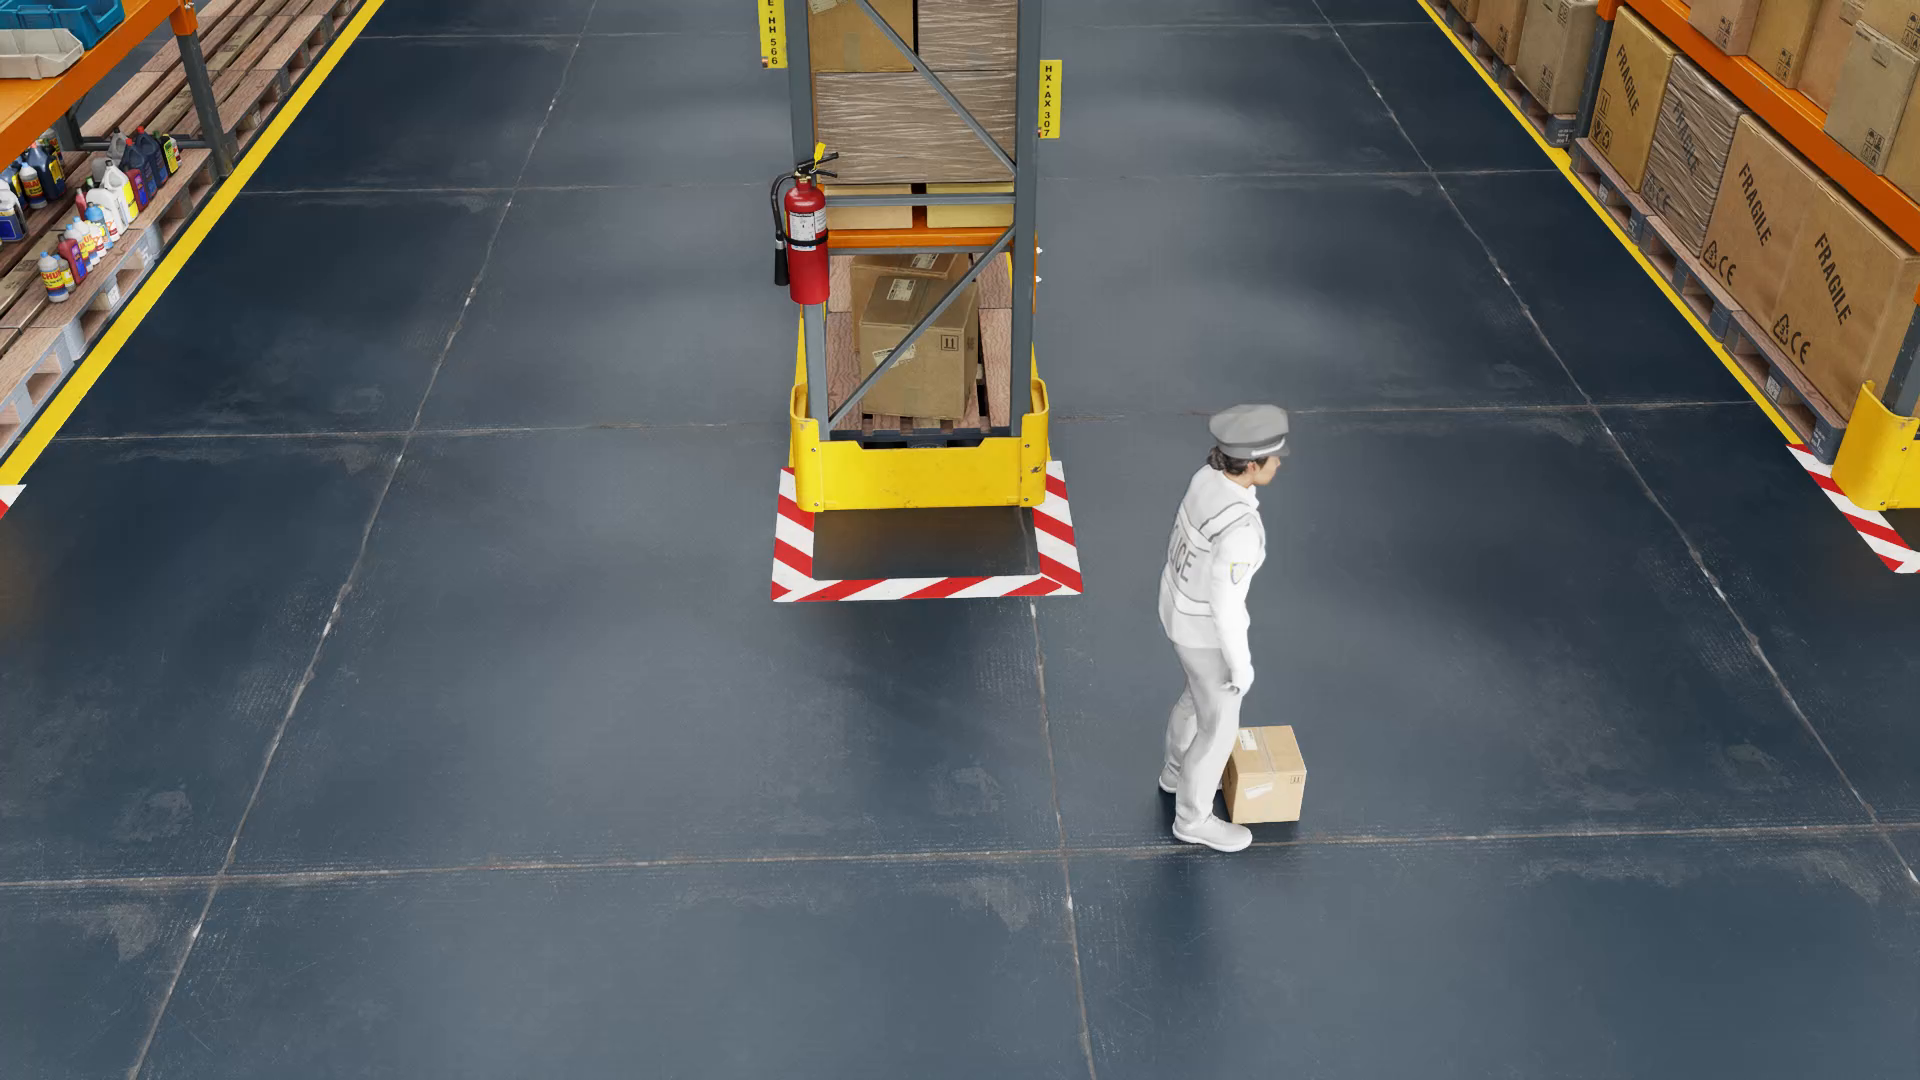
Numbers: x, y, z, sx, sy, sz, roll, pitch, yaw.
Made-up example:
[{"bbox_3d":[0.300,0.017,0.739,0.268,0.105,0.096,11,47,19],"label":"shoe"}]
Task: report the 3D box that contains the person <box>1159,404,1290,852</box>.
[{"bbox_3d":[0.876,0.296,5.725,0.372,1.665,0.543,-3,36,-4],"label":"person"}]
